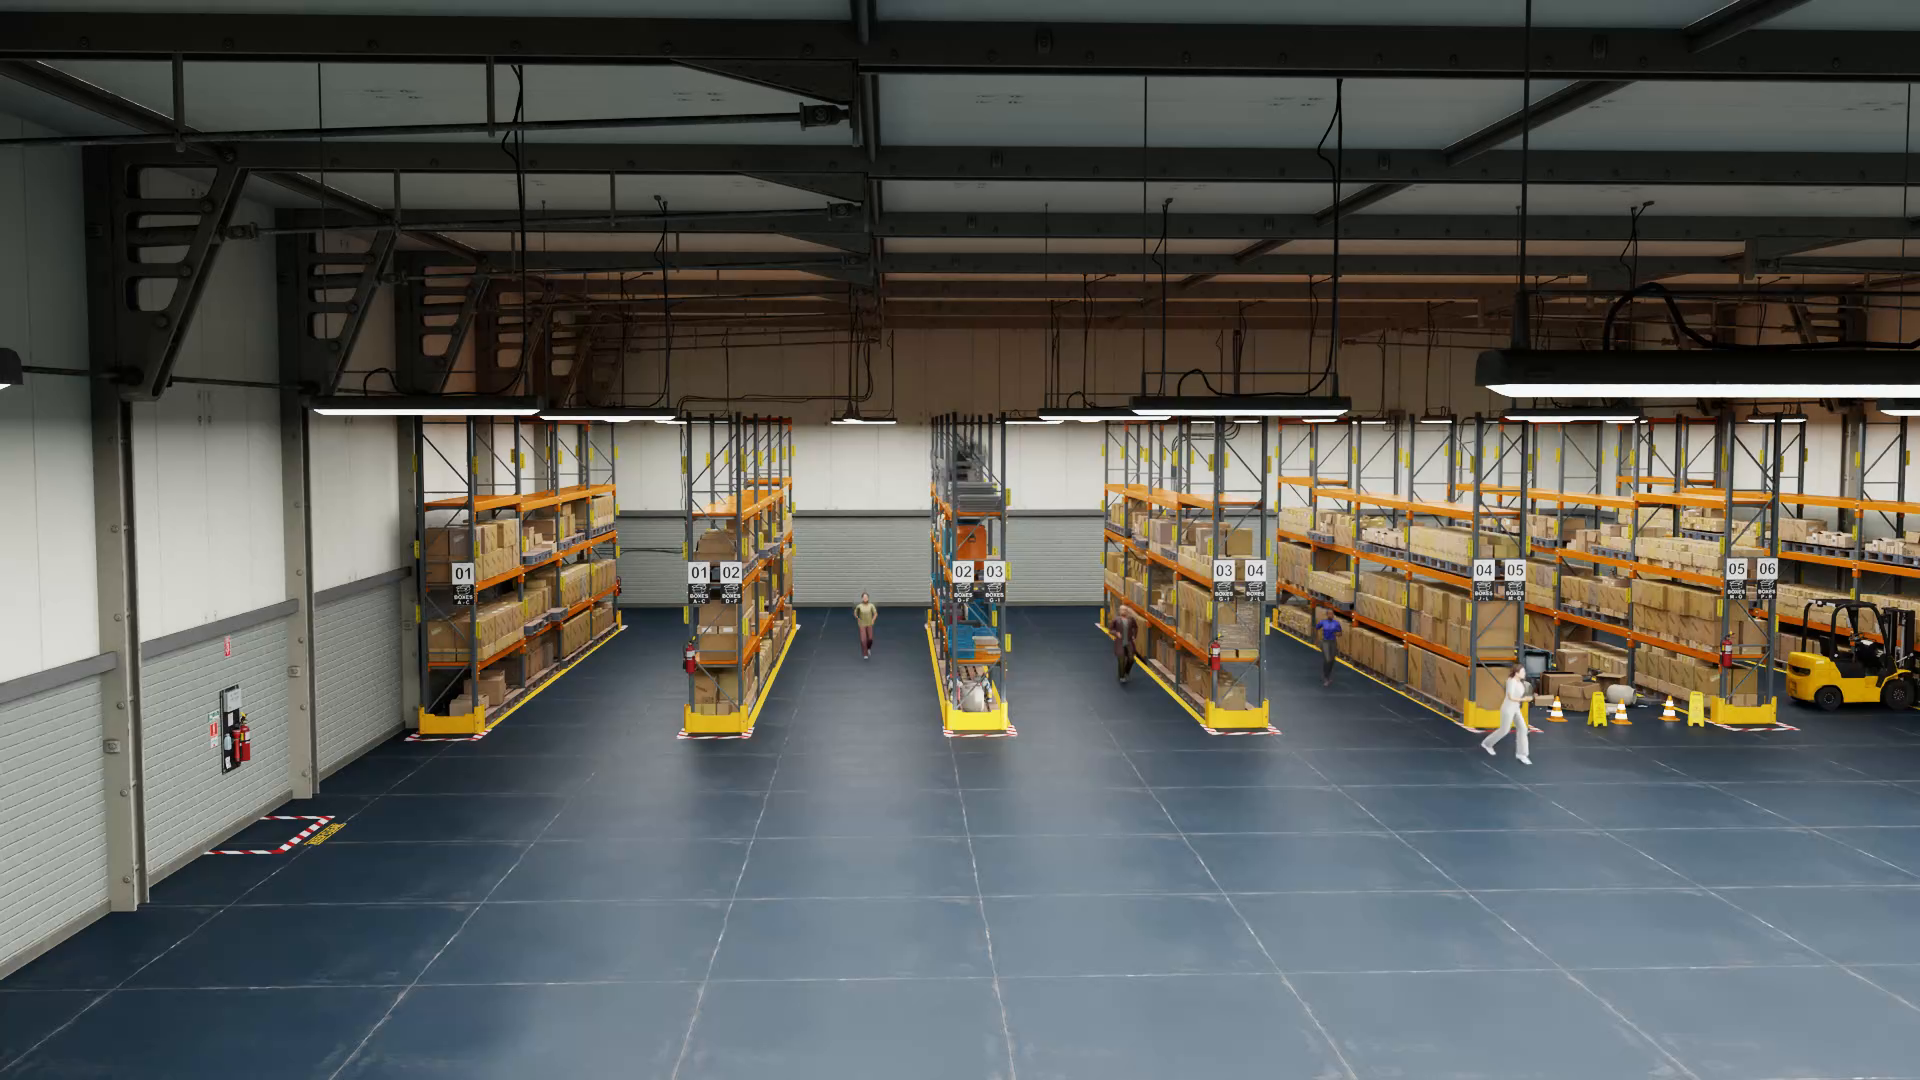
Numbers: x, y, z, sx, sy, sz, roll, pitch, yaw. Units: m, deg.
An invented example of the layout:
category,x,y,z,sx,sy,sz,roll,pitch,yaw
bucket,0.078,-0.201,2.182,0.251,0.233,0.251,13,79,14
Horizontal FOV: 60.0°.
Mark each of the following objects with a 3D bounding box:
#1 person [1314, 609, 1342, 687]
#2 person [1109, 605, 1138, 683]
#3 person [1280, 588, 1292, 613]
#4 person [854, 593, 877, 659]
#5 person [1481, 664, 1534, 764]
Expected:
category,x,y,z,sx,sy,sz,roll,pitch,yaw
person,8.195,2.380,36.956,0.549,1.717,0.769,0,4,-5
person,3.671,2.324,37.024,0.698,1.735,0.633,0,4,-6
person,9.608,1.570,48.967,0.600,1.682,0.713,2,4,25
person,-2.325,2.119,40.975,0.576,1.622,0.555,0,4,-5
person,9.398,2.973,28.536,0.902,1.715,0.581,3,5,38
